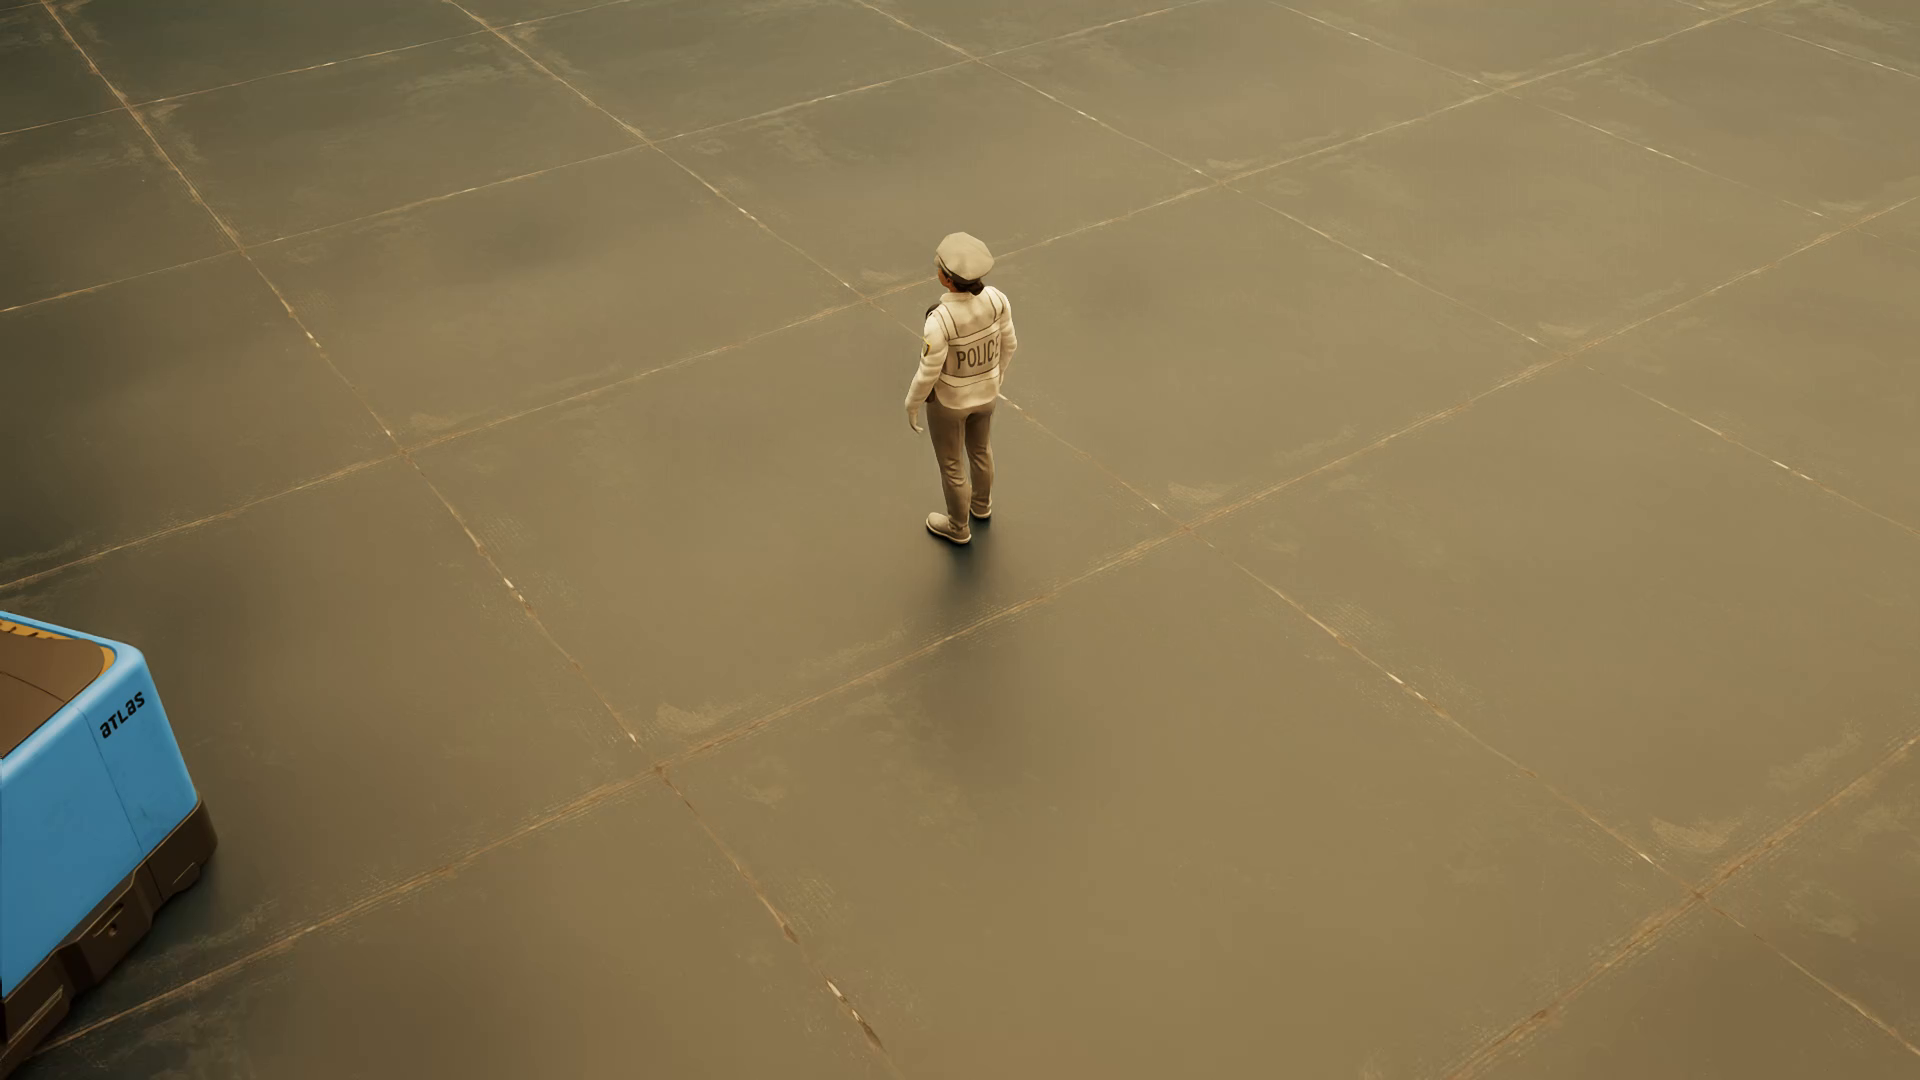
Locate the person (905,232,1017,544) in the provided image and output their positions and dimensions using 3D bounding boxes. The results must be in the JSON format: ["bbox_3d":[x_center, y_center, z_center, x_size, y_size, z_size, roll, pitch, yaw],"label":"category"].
[{"bbox_3d":[-0.034,-0.723,7.950,0.586,1.694,0.530,-23,42,-28],"label":"person"}]

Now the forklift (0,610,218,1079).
[{"bbox_3d":[-3.937,0.809,4.850,1.130,2.935,3.031,12,38,16],"label":"forklift"}]
